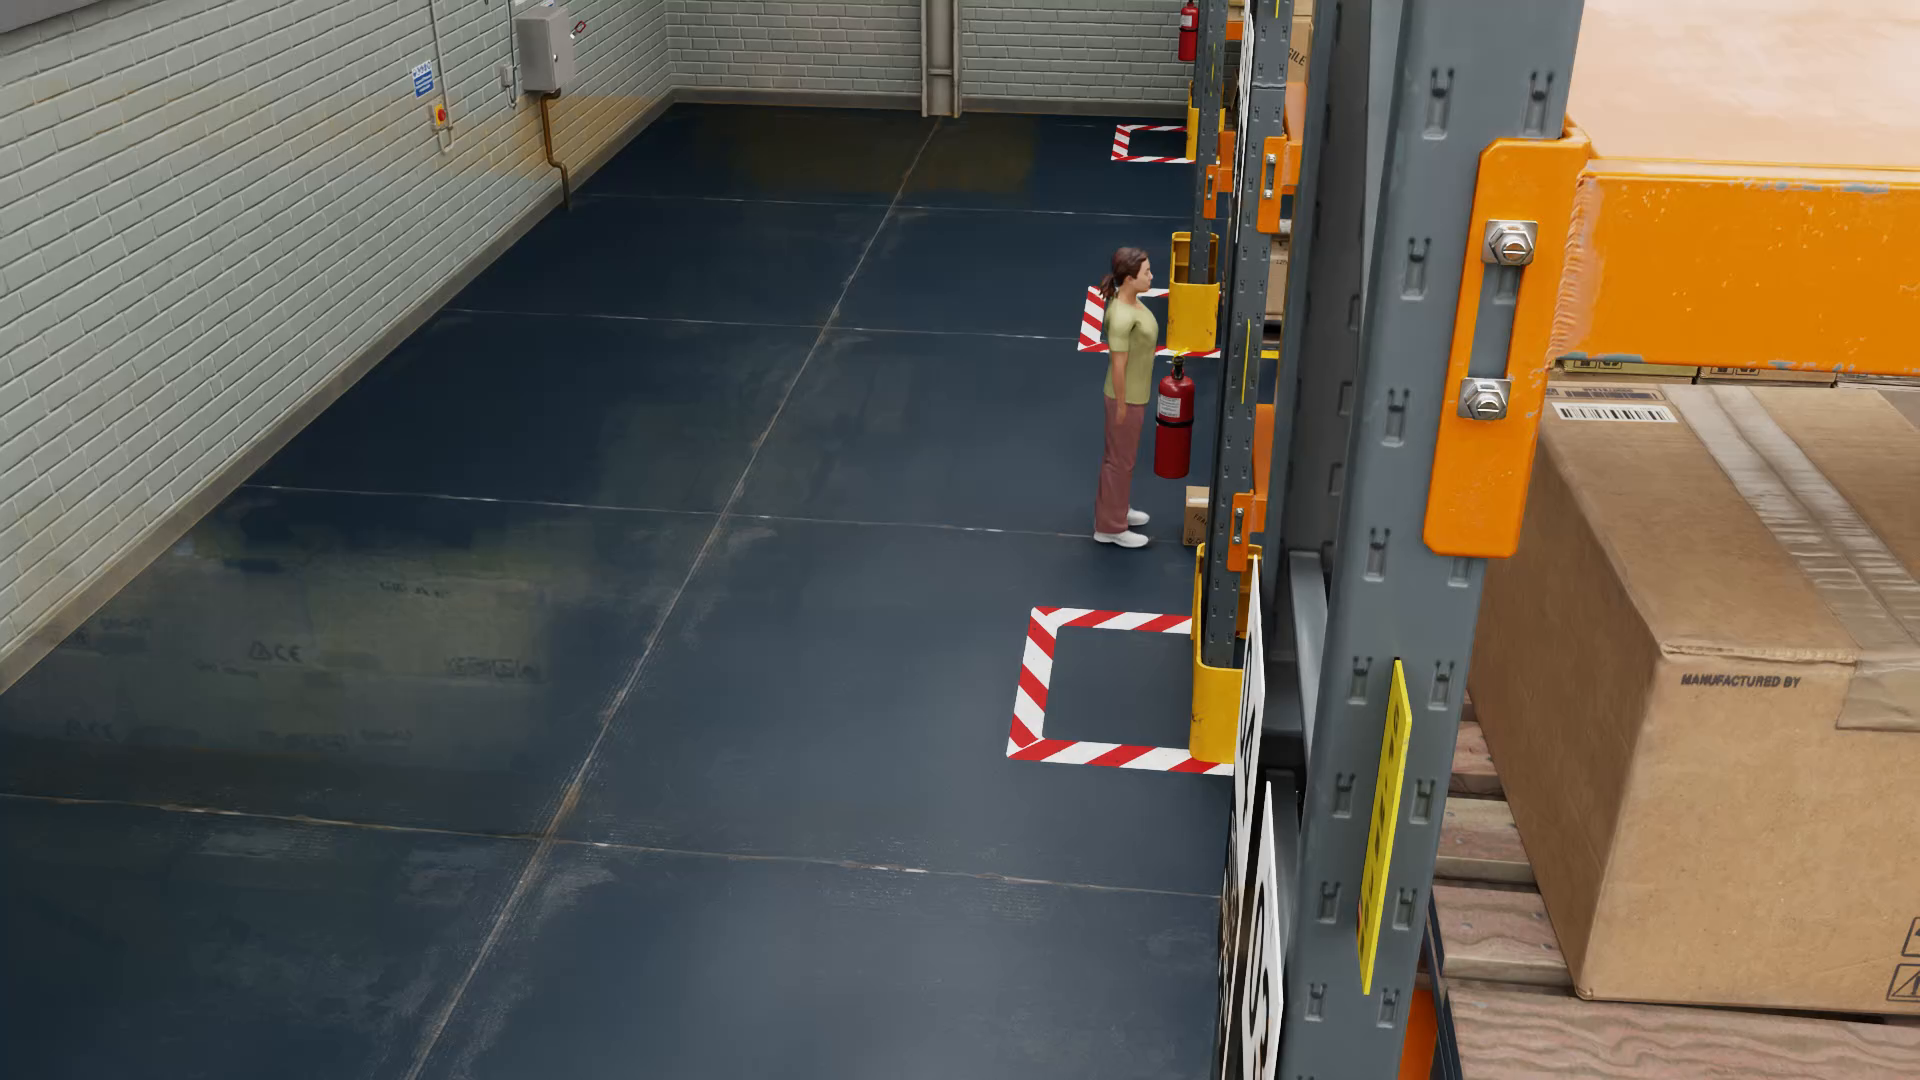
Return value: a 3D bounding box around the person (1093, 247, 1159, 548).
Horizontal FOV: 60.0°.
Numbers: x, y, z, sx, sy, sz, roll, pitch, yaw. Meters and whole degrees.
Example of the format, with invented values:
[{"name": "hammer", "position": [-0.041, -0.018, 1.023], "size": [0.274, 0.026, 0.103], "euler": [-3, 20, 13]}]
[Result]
[{"name": "person", "position": [0.901, -0.787, 9.082], "size": [0.354, 1.673, 0.440], "euler": [4, 29, 8]}]
